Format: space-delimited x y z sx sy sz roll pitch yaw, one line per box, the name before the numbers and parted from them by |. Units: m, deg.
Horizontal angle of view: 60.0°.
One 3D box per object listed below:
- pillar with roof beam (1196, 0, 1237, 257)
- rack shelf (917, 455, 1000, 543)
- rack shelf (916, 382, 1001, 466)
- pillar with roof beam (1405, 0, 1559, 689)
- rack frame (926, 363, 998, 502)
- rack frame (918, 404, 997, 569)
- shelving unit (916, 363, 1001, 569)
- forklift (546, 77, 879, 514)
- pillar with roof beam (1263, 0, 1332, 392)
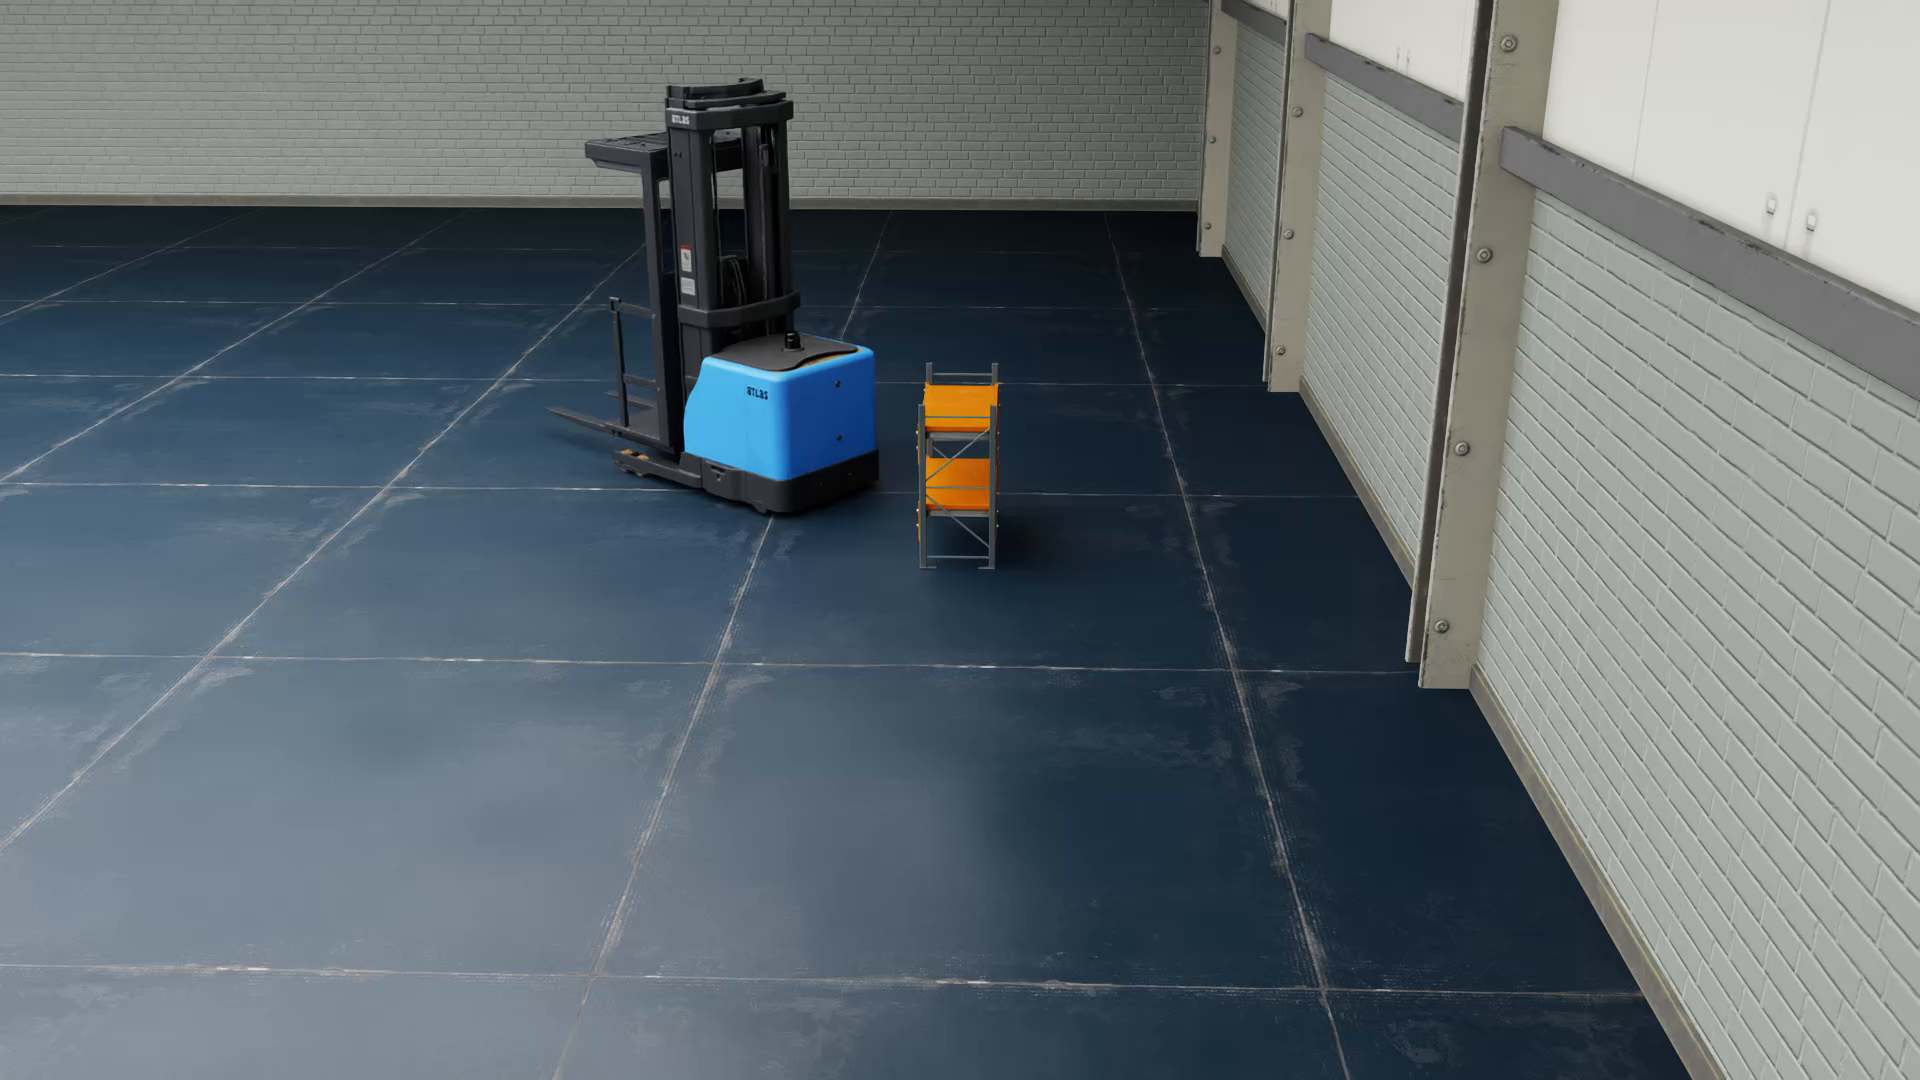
pillar with roof beam | -1.182 -7.817 19.234 9.100 9.000 0.400 1 21 2
rack shelf | 0.000 -0.294 11.408 0.538 0.278 1.000 1 21 2
rack shelf | 0.000 -0.795 11.213 0.538 0.278 1.000 1 21 2
pillar with roof beam | -1.547 -3.478 8.052 9.100 9.000 0.400 1 21 2
rack frame | 0.015 -0.706 11.793 0.500 1.125 0.032 1 21 2
rack frame | -0.016 -0.338 10.845 0.500 1.125 0.032 1 21 2
shelving unit | 0.000 -0.522 11.319 0.538 1.125 1.048 1 21 2
forklift | -2.054 -1.980 12.580 3.031 2.935 1.130 17 27 38
pillar with roof beam | -1.365 -5.647 13.643 9.100 9.000 0.400 1 21 2
